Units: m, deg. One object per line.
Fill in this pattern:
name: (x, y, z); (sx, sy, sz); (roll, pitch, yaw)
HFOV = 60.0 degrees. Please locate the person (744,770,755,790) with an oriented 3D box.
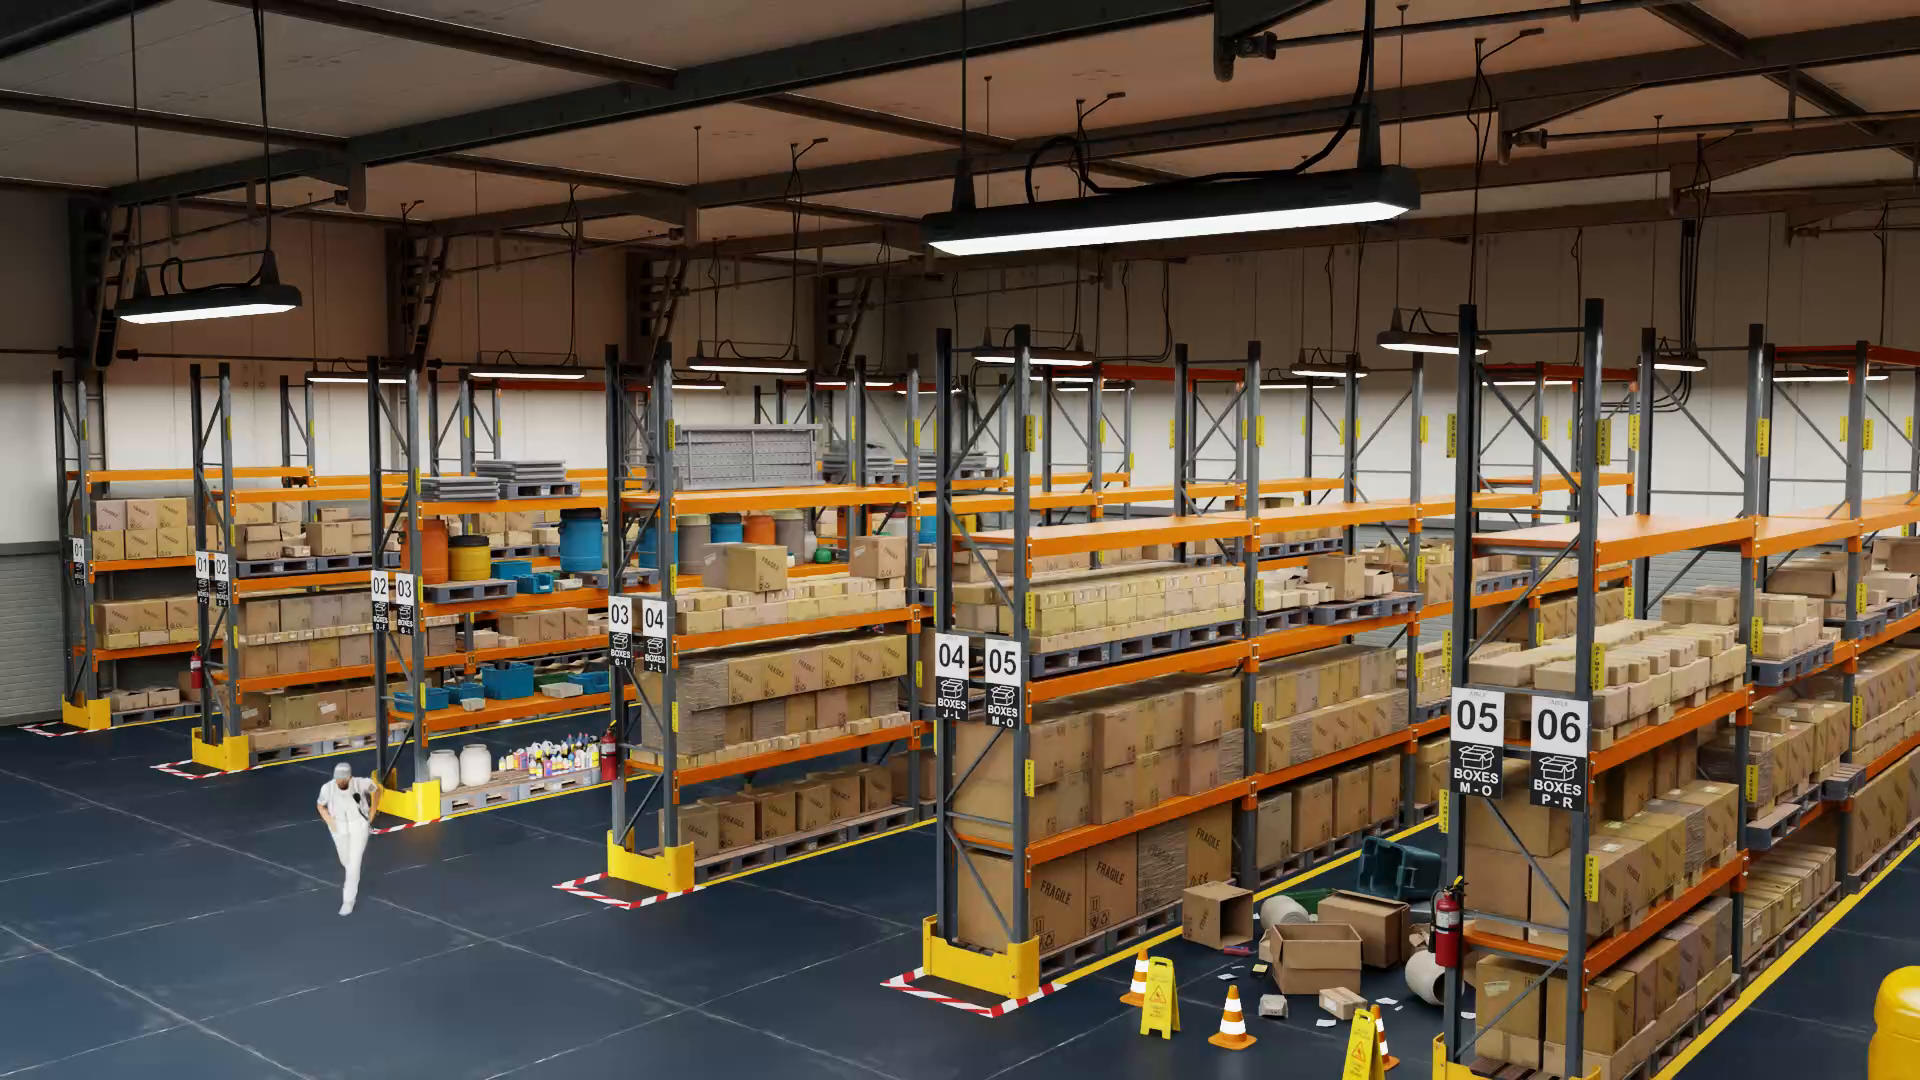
person: (-3.064, 2.717, 22.992); (0.694, 1.590, 0.828); (1, 4, 10)

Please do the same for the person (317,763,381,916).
person: (-6.504, 3.117, 17.759); (0.641, 1.628, 1.024); (-1, 4, -14)
